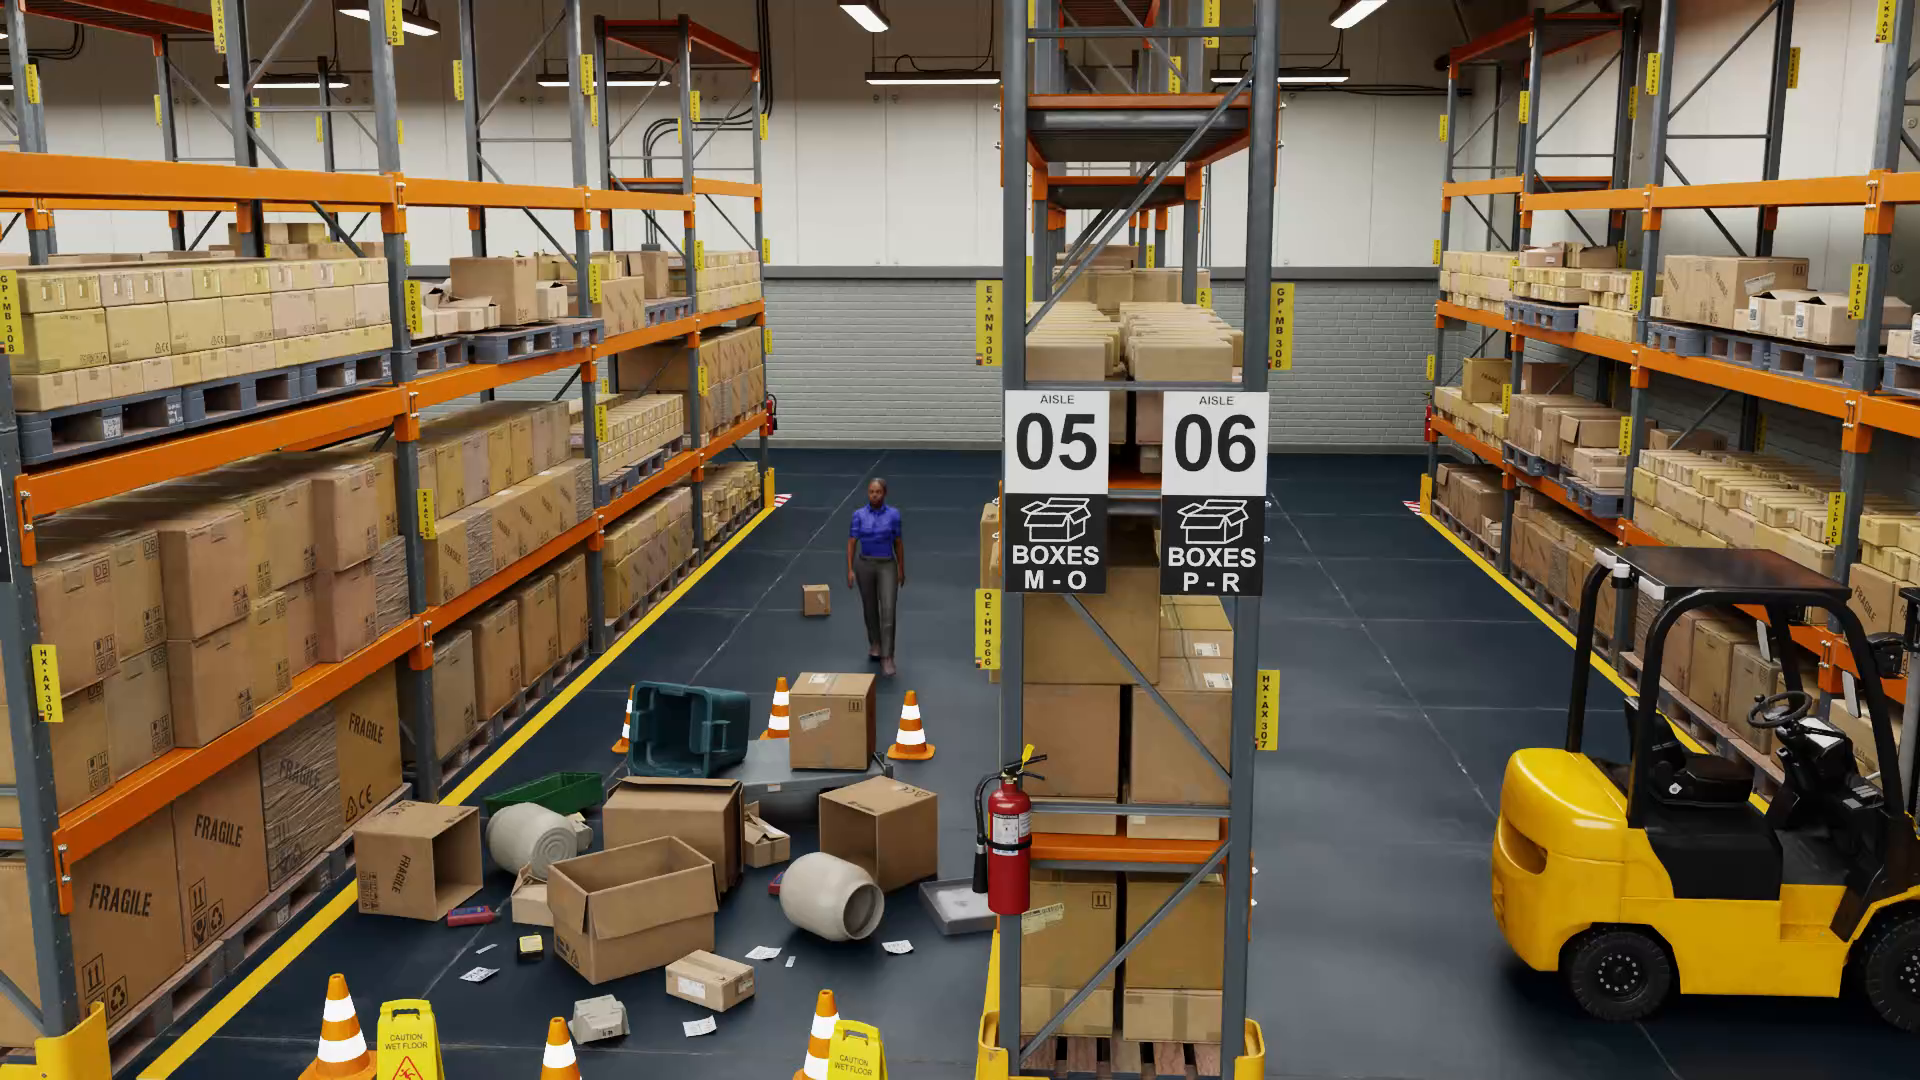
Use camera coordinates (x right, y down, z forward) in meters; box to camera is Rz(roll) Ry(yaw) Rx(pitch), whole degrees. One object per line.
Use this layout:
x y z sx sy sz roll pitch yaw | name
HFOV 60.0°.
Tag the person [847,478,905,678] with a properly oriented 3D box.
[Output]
-0.732 0.290 14.413 0.495 1.646 0.860 0 11 0 | person
